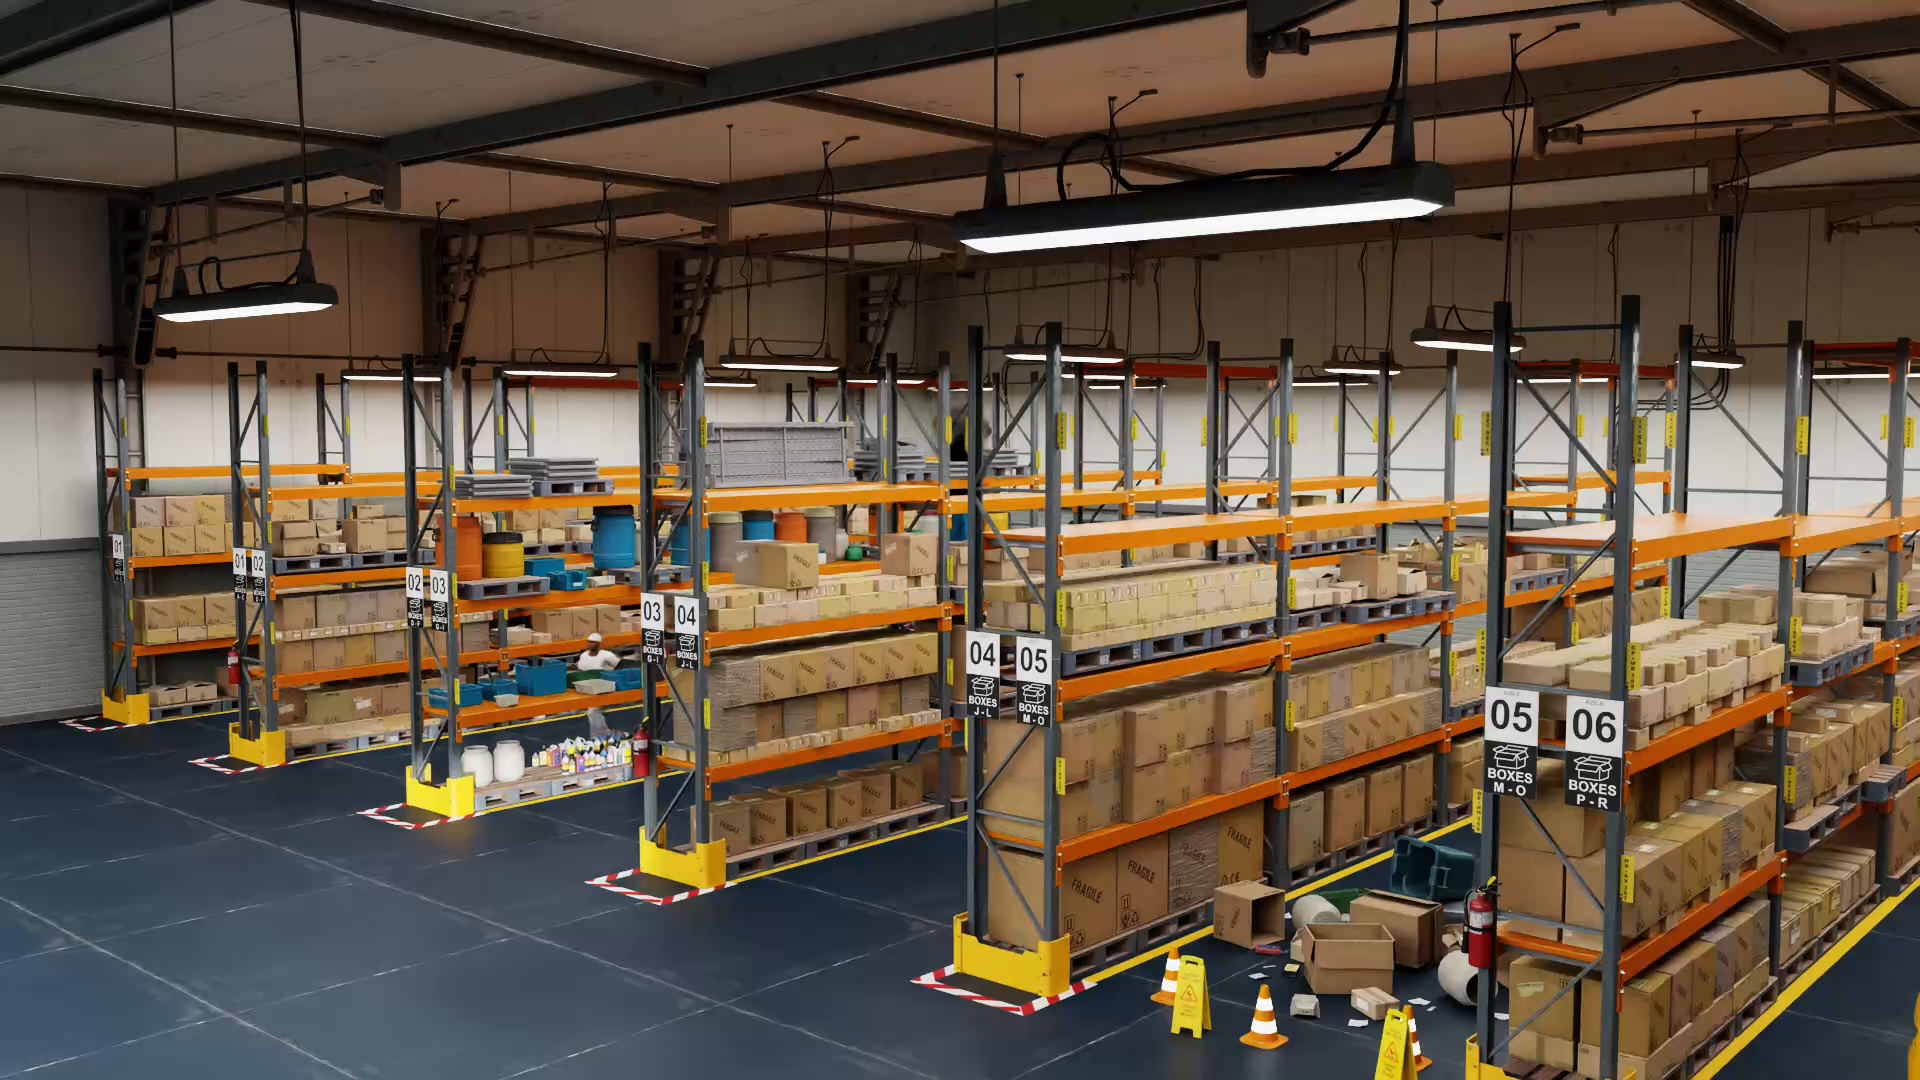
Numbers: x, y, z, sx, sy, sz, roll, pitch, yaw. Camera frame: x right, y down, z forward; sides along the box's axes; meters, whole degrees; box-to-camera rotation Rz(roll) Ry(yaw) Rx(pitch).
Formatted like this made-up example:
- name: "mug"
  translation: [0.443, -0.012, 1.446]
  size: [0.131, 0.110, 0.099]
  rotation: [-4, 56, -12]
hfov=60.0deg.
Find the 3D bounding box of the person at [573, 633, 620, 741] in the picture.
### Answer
- name: "person"
  translation: [-5.726, 2.366, 26.055]
  size: [0.674, 1.823, 0.730]
  rotation: [2, 5, 29]
